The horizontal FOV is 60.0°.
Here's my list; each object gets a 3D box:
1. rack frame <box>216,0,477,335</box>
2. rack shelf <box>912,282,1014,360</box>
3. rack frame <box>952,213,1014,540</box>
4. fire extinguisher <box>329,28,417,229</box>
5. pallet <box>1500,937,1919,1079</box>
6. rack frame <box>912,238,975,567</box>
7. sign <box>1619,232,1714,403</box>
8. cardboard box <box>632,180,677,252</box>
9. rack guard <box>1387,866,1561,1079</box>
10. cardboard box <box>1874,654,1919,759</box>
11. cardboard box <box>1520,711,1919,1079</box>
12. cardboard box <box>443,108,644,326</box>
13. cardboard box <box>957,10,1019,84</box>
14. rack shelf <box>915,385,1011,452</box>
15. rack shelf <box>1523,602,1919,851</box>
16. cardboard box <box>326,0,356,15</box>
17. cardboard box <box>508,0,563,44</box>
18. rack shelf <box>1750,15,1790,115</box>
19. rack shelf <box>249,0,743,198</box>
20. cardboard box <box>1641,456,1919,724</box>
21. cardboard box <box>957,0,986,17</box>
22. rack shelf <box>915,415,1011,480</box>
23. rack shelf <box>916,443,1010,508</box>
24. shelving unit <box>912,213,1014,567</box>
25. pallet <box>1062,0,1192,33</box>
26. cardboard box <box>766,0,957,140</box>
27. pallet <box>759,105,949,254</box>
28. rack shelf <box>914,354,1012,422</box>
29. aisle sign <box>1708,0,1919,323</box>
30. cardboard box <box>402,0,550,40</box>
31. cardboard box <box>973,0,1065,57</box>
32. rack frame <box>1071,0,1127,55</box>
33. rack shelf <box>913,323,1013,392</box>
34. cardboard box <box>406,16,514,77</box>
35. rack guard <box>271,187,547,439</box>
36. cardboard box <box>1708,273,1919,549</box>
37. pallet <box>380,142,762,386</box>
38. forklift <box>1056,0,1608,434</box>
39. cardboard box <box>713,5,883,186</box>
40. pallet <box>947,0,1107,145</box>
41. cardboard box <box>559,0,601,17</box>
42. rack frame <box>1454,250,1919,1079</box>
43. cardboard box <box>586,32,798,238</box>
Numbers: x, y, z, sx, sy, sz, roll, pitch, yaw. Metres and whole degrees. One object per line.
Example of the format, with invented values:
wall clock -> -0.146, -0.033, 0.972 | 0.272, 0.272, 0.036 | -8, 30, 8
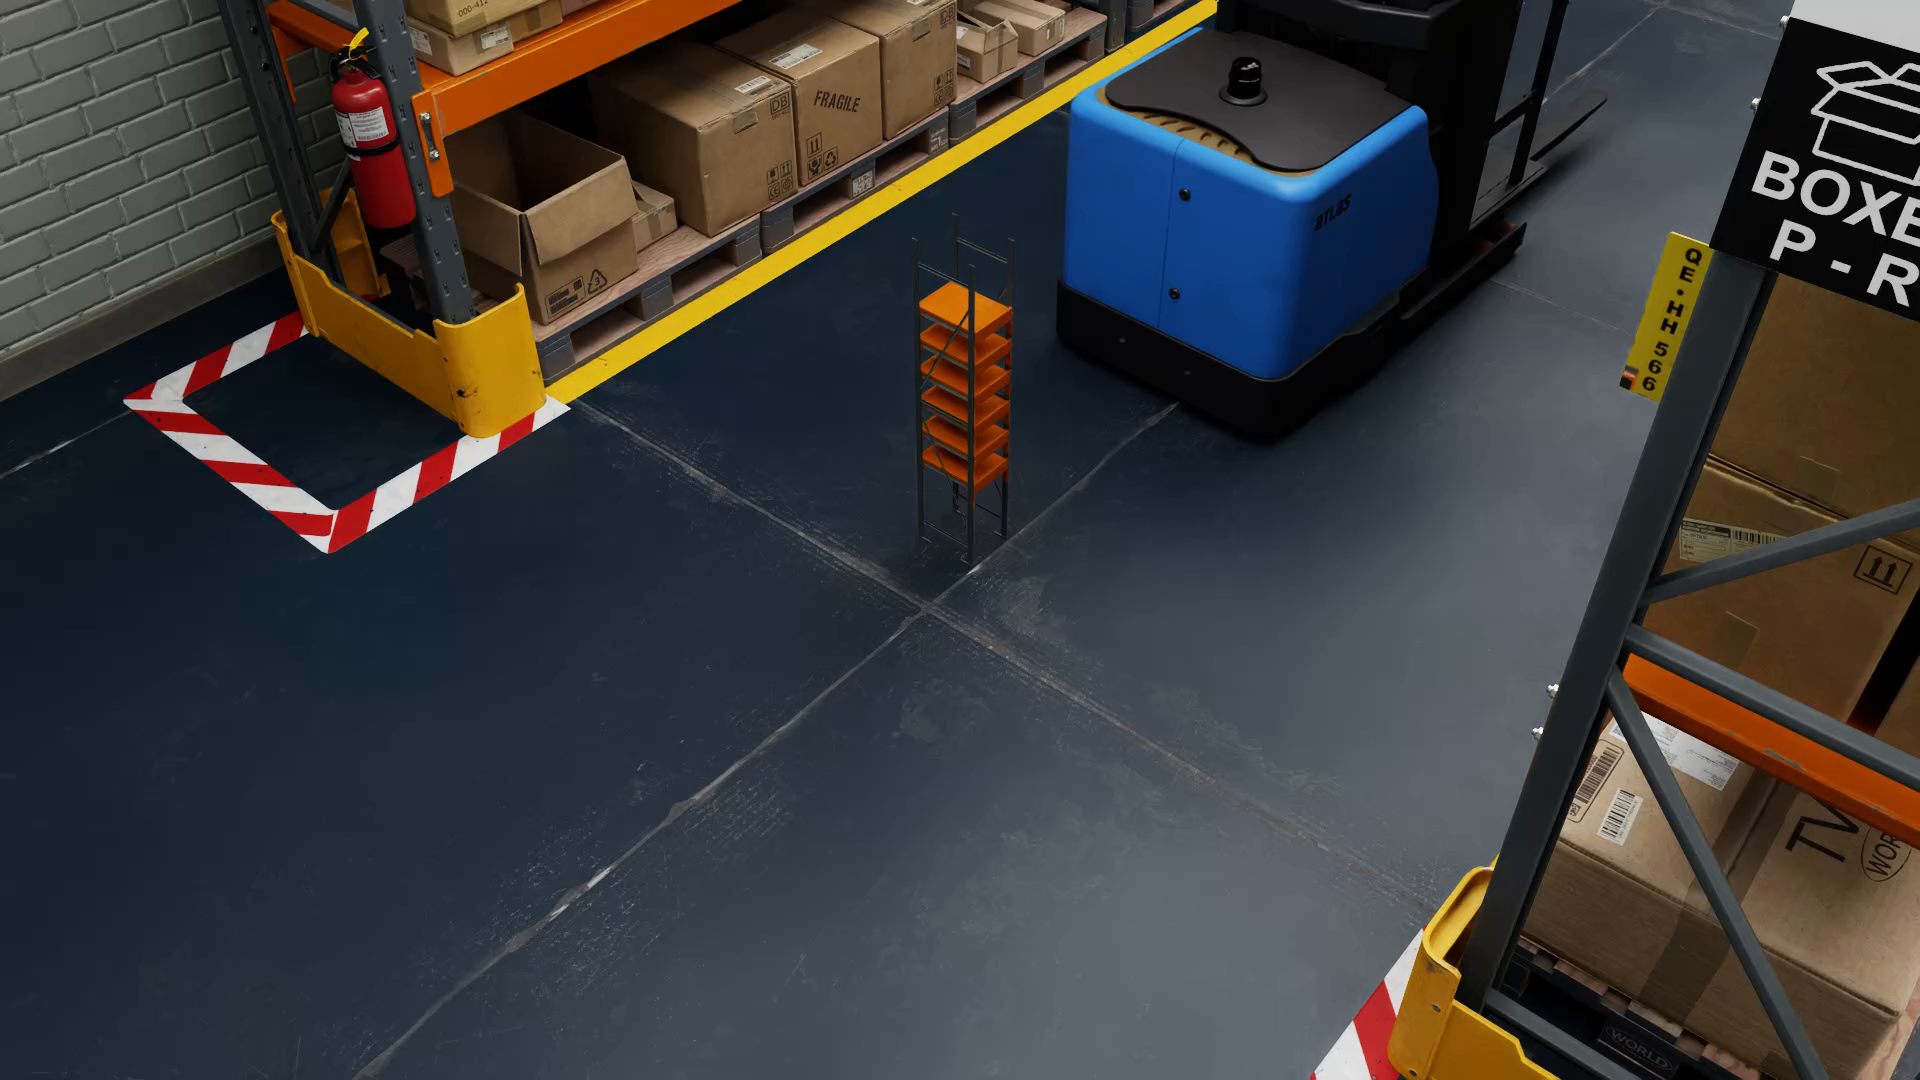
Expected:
rack frame -> -2.154, -1.769, 5.466 | 1.000, 3.000, 0.127 | 29, 50, 28
rack shelf -> 0.009, -0.685, 5.142 | 0.258, 0.103, 0.180 | 29, 50, 28
rack frame -> 0.068, -0.498, 5.406 | 0.240, 1.200, 0.006 | 29, 50, 28
fire extinguisher -> -1.895, -1.327, 5.314 | 0.296, 0.674, 0.183 | 29, 50, 28
pallet -> 2.102, 0.964, 4.533 | 1.003, 0.211, 1.213 | 29, 50, 28
rack frame -> -0.050, -0.404, 5.303 | 0.240, 1.200, 0.006 | 29, 50, 28
sign -> 1.241, -0.380, 2.902 | 0.100, 0.325, 0.005 | 29, 50, 28
cardboard box -> -1.385, -1.346, 6.807 | 0.380, 0.149, 0.250 | 28, 49, 27
rack guard -> 1.632, 1.315, 3.932 | 1.175, 0.500, 0.348 | 29, 50, 28
cardboard box -> 2.176, 0.218, 3.206 | 0.500, 0.500, 0.500 | 29, 50, 28
cardboard box -> 1.996, 0.787, 4.247 | 0.875, 0.438, 0.875 | 28, 49, 27
cardboard box -> -1.688, -1.275, 6.466 | 0.797, 0.503, 0.637 | 28, 49, 27
cardboard box -> 0.057, -2.375, 7.852 | 0.396, 0.266, 0.258 | 31, 51, 30
rack shelf -> 0.009, -0.419, 5.384 | 0.258, 0.103, 0.180 | 29, 50, 28
rack shelf -> 2.935, -0.386, 4.479 | 1.077, 0.370, 4.000 | 29, 50, 28
cardboard box -> -2.146, -1.963, 5.866 | 0.380, 0.149, 0.250 | 29, 50, 28
cardboard box -> -1.604, -1.878, 5.772 | 0.380, 0.149, 0.250 | 31, 51, 29
rack shelf -> 2.935, -1.496, 3.470 | 1.077, 0.370, 4.000 | 29, 50, 28
rack shelf -> -0.867, -2.533, 6.841 | 1.077, 0.370, 4.000 | 29, 50, 28
cardboard box -> 1.755, -0.022, 3.470 | 0.500, 0.500, 0.500 | 30, 50, 29
cardboard box -> -0.186, -2.752, 8.233 | 0.500, 0.311, 0.500 | 31, 51, 30
rack shelf -> 0.009, -0.330, 5.465 | 0.258, 0.103, 0.180 | 29, 50, 28
rack shelf -> 0.009, -0.241, 5.546 | 0.258, 0.103, 0.180 | 29, 50, 28
shelving unit -> 0.009, -0.451, 5.355 | 0.258, 1.200, 0.189 | 29, 50, 28
pallet -> 0.915, -3.232, 9.148 | 1.003, 0.211, 1.213 | 29, 50, 28
cardboard box -> -0.440, -2.232, 7.520 | 0.700, 0.500, 0.500 | 28, 49, 27
pallet -> -0.807, -1.813, 7.587 | 1.003, 0.211, 1.213 | 29, 50, 28
rack shelf -> 0.009, -0.507, 5.304 | 0.258, 0.103, 0.180 | 29, 50, 28
aisle sign -> 1.364, -0.681, 2.337 | 0.394, 0.787, 0.004 | 29, 50, 28
cardboard box -> -1.656, -1.941, 5.545 | 0.500, 0.250, 0.500 | 30, 50, 29
cardboard box -> 0.287, -2.515, 8.094 | 0.380, 0.149, 0.250 | 28, 49, 27
rack frame -> 0.420, -3.829, 7.731 | 1.000, 3.000, 0.127 | 29, 50, 28
rack shelf -> 0.009, -0.596, 5.223 | 0.258, 0.103, 0.180 | 29, 50, 28
cardboard box -> -1.732, -1.727, 5.606 | 0.380, 0.149, 0.250 | 29, 50, 28
rack guard -> -2.105, -0.884, 6.350 | 1.175, 0.500, 0.348 | 29, 50, 28
cardboard box -> 1.776, -0.380, 3.121 | 0.500, 0.500, 0.500 | 31, 51, 30
pallet -> -1.593, -1.187, 6.899 | 1.003, 0.211, 1.213 | 29, 50, 28
forklift -> 1.738, -2.380, 6.189 | 1.130, 2.935, 3.031 | 31, 51, 30
cardboard box -> -0.691, -1.926, 7.184 | 0.500, 0.500, 0.500 | 30, 50, 29
pallet -> -0.022, -2.444, 8.281 | 1.003, 0.211, 1.213 | 29, 50, 28
cardboard box -> -1.462, -2.028, 5.938 | 0.380, 0.149, 0.250 | 29, 50, 28
rack frame -> 1.648, 0.378, 3.105 | 1.000, 3.000, 0.127 | 29, 50, 28
cardboard box -> -1.108, -1.697, 6.933 | 0.700, 0.500, 0.500 | 32, 51, 30
